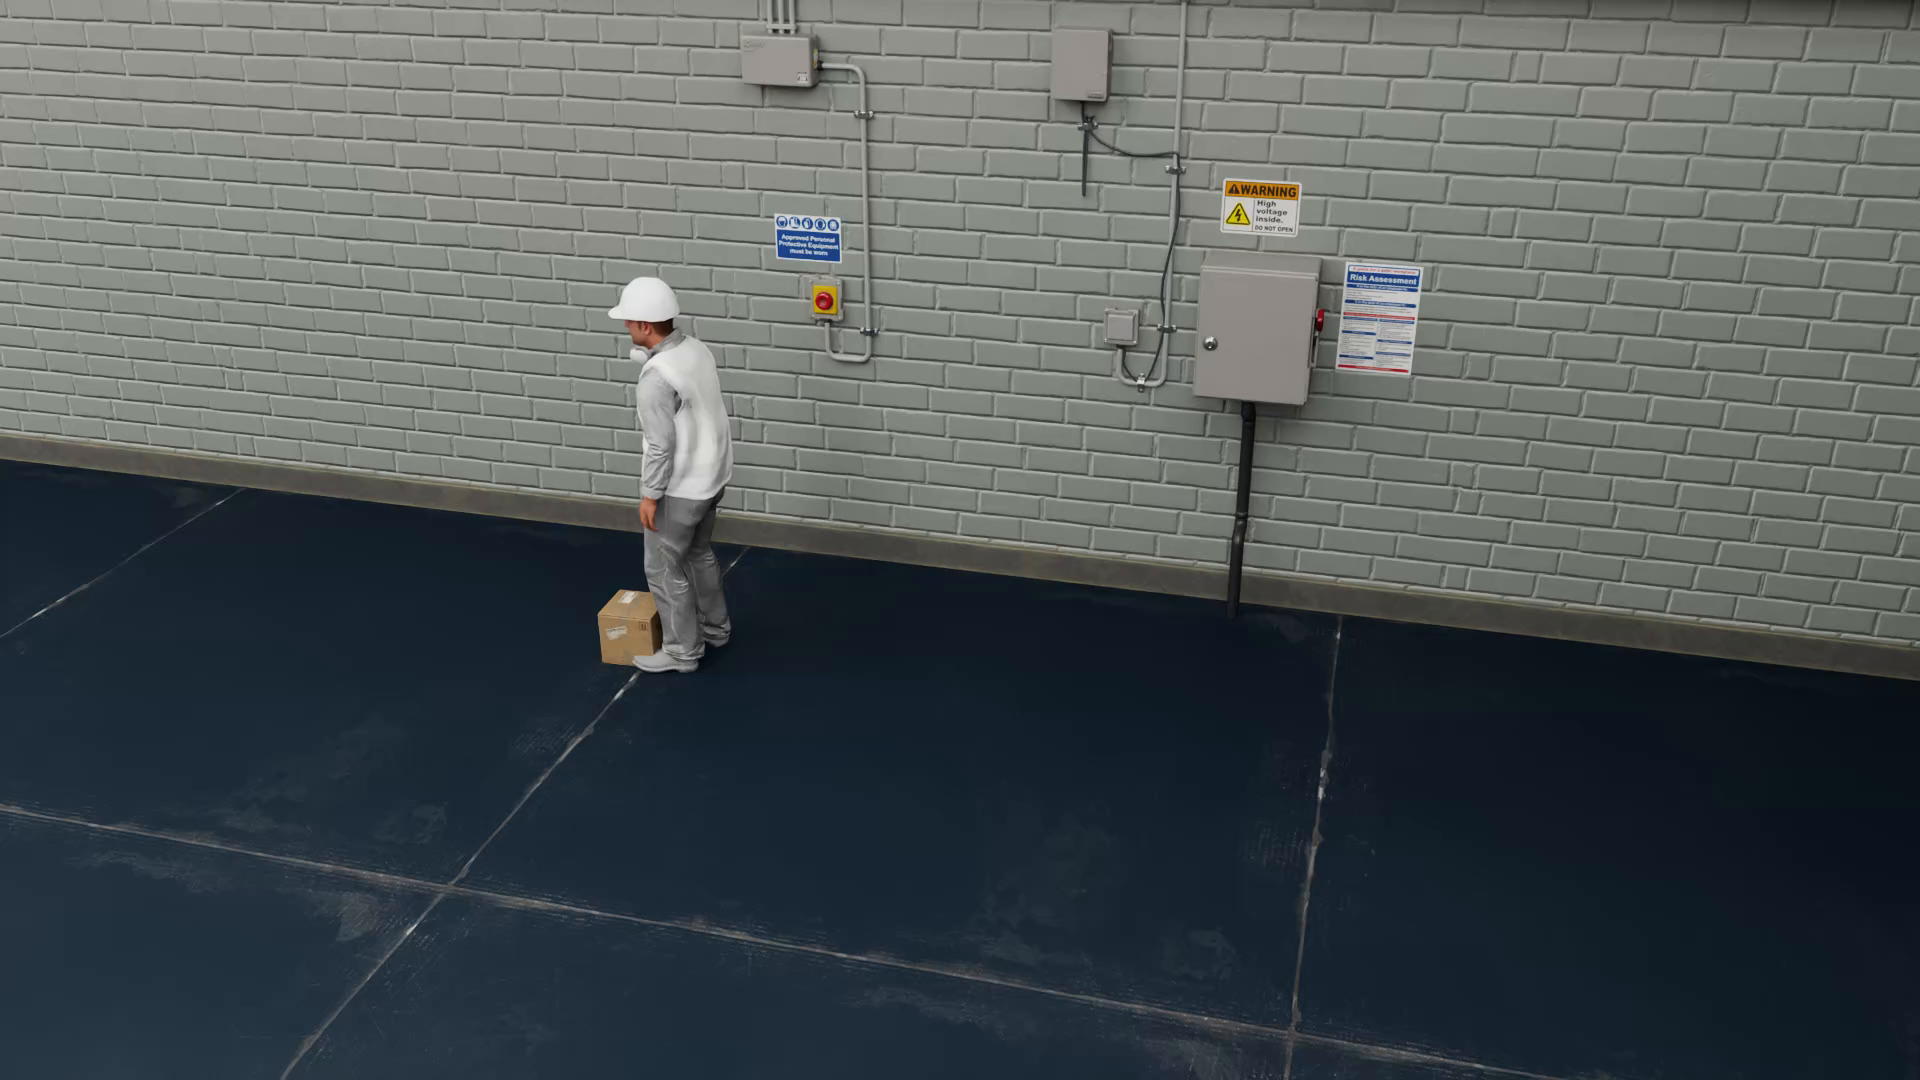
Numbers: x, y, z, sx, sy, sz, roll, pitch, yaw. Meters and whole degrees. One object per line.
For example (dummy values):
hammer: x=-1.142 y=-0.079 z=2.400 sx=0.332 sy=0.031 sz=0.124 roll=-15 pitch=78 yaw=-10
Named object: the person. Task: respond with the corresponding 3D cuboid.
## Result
person: x=-1.211 y=-0.266 z=7.143 sx=0.463 sy=1.771 sz=0.580 roll=6 pitch=26 yaw=13
